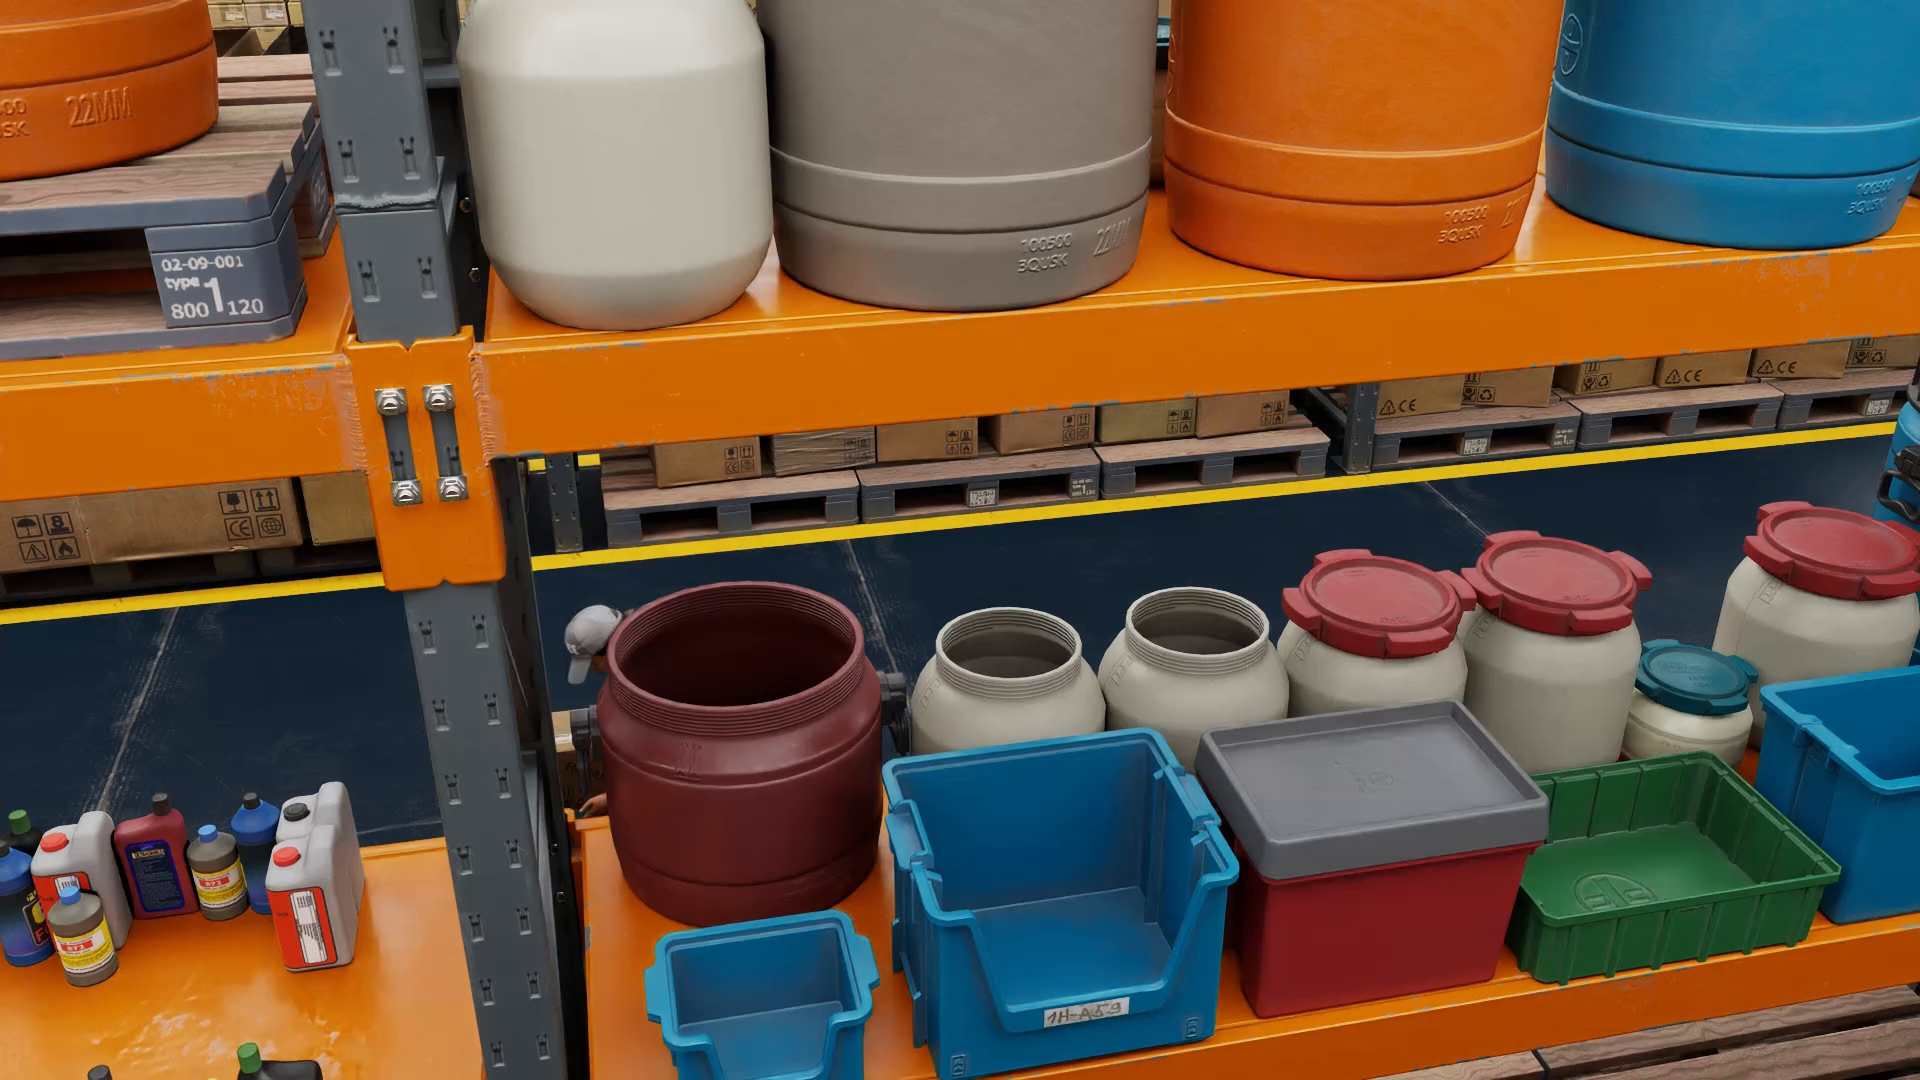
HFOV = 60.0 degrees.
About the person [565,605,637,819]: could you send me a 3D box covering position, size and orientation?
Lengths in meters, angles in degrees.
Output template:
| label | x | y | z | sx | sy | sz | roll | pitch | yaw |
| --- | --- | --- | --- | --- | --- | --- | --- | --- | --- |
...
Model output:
| label | x | y | z | sx | sy | sz | roll | pitch | yaw |
| --- | --- | --- | --- | --- | --- | --- | --- | --- | --- |
| person | -0.919 | 0.599 | 5.735 | 0.855 | 0.949 | 0.516 | -6 | 28 | -12 |
